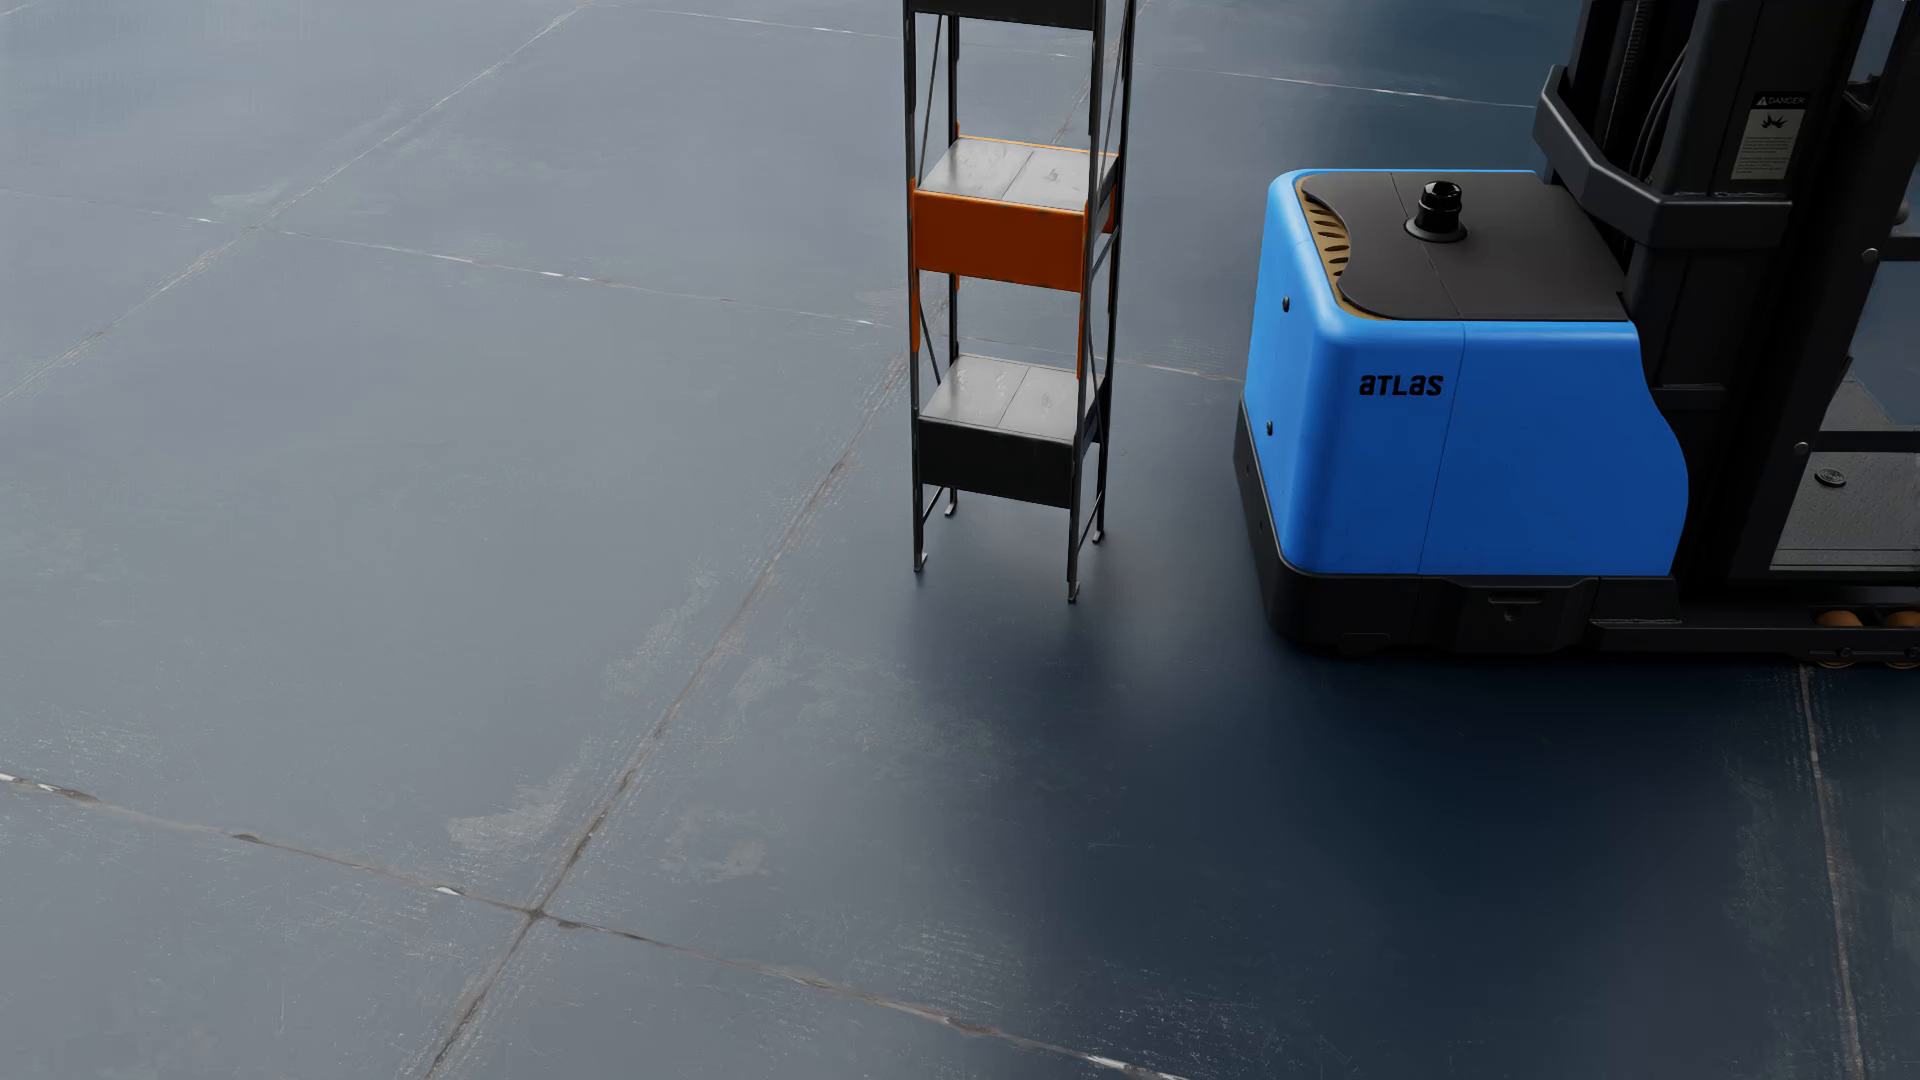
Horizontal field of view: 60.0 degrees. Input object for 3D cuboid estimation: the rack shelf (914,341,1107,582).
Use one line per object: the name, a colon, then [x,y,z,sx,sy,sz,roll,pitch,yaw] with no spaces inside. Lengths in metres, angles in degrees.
rack shelf: [0.158,-0.242,5.011,0.480,0.518,0.431,10,38,14]

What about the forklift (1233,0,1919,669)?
forklift: [2.413,-1.131,4.314,3.031,2.935,1.130,0,36,0]

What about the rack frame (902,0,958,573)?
rack frame: [-0.075,-0.860,4.646,0.015,2.100,0.400,10,38,14]

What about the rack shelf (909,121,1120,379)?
rack shelf: [0.158,-0.805,4.596,0.480,0.518,0.431,10,38,14]

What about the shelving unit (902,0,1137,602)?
shelving unit: [0.158,-0.816,4.588,0.503,2.100,0.431,10,38,14]

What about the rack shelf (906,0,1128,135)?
rack shelf: [0.158,-1.369,4.181,0.480,0.518,0.431,10,38,14]

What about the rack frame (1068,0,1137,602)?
rack frame: [0.391,-0.773,4.529,0.015,2.100,0.400,10,38,14]
